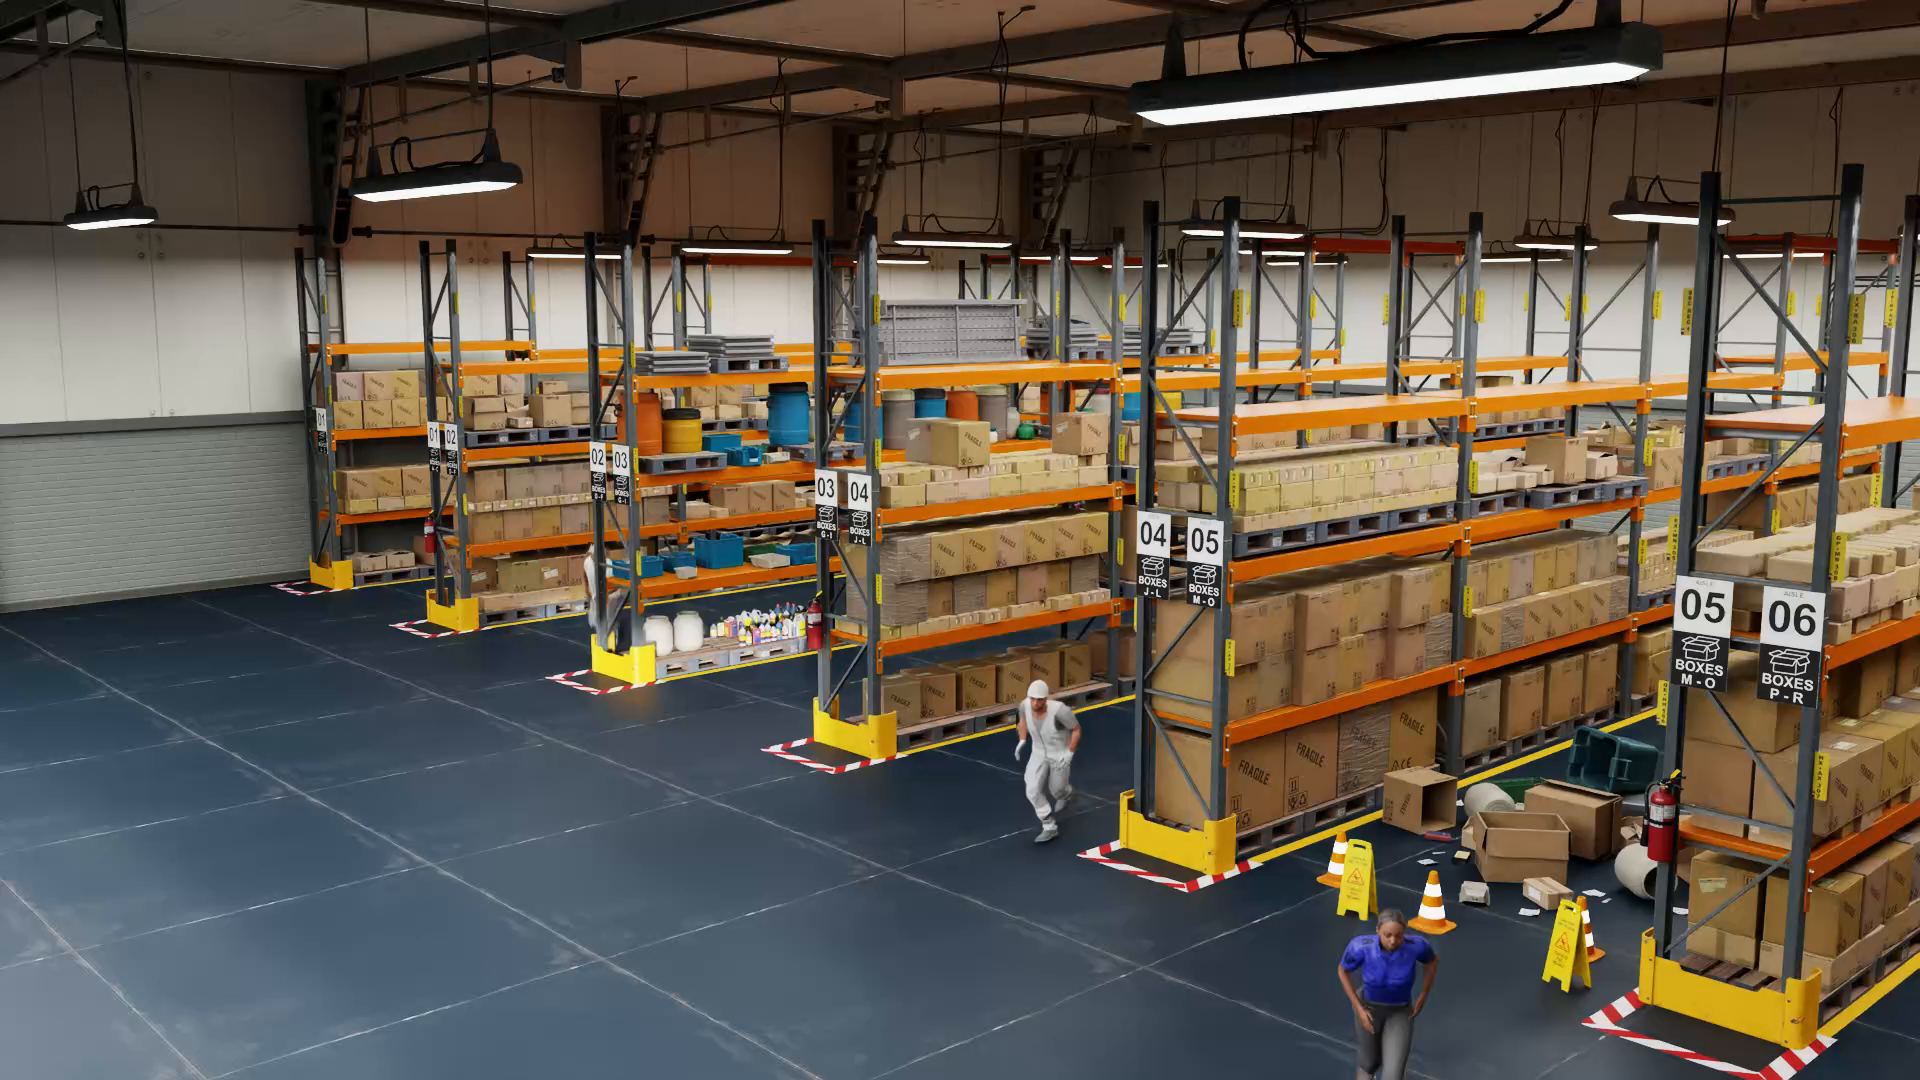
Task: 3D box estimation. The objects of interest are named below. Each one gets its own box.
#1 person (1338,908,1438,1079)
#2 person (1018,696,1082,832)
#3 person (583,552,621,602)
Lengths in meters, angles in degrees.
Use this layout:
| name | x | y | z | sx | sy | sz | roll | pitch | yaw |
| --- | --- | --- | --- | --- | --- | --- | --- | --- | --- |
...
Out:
| name | x | y | z | sx | sy | sz | roll | pitch | yaw |
| --- | --- | --- | --- | --- | --- | --- | --- | --- | --- |
| person | 2.609 | 2.863 | 10.235 | 0.600 | 1.490 | 0.891 | 1 | 8 | 4 |
| person | 0.905 | 2.044 | 15.954 | 0.668 | 1.500 | 0.998 | 4 | 9 | 26 |
| person | -5.213 | 0.476 | 23.934 | 0.730 | 0.849 | 0.588 | 3 | 9 | 22 |
